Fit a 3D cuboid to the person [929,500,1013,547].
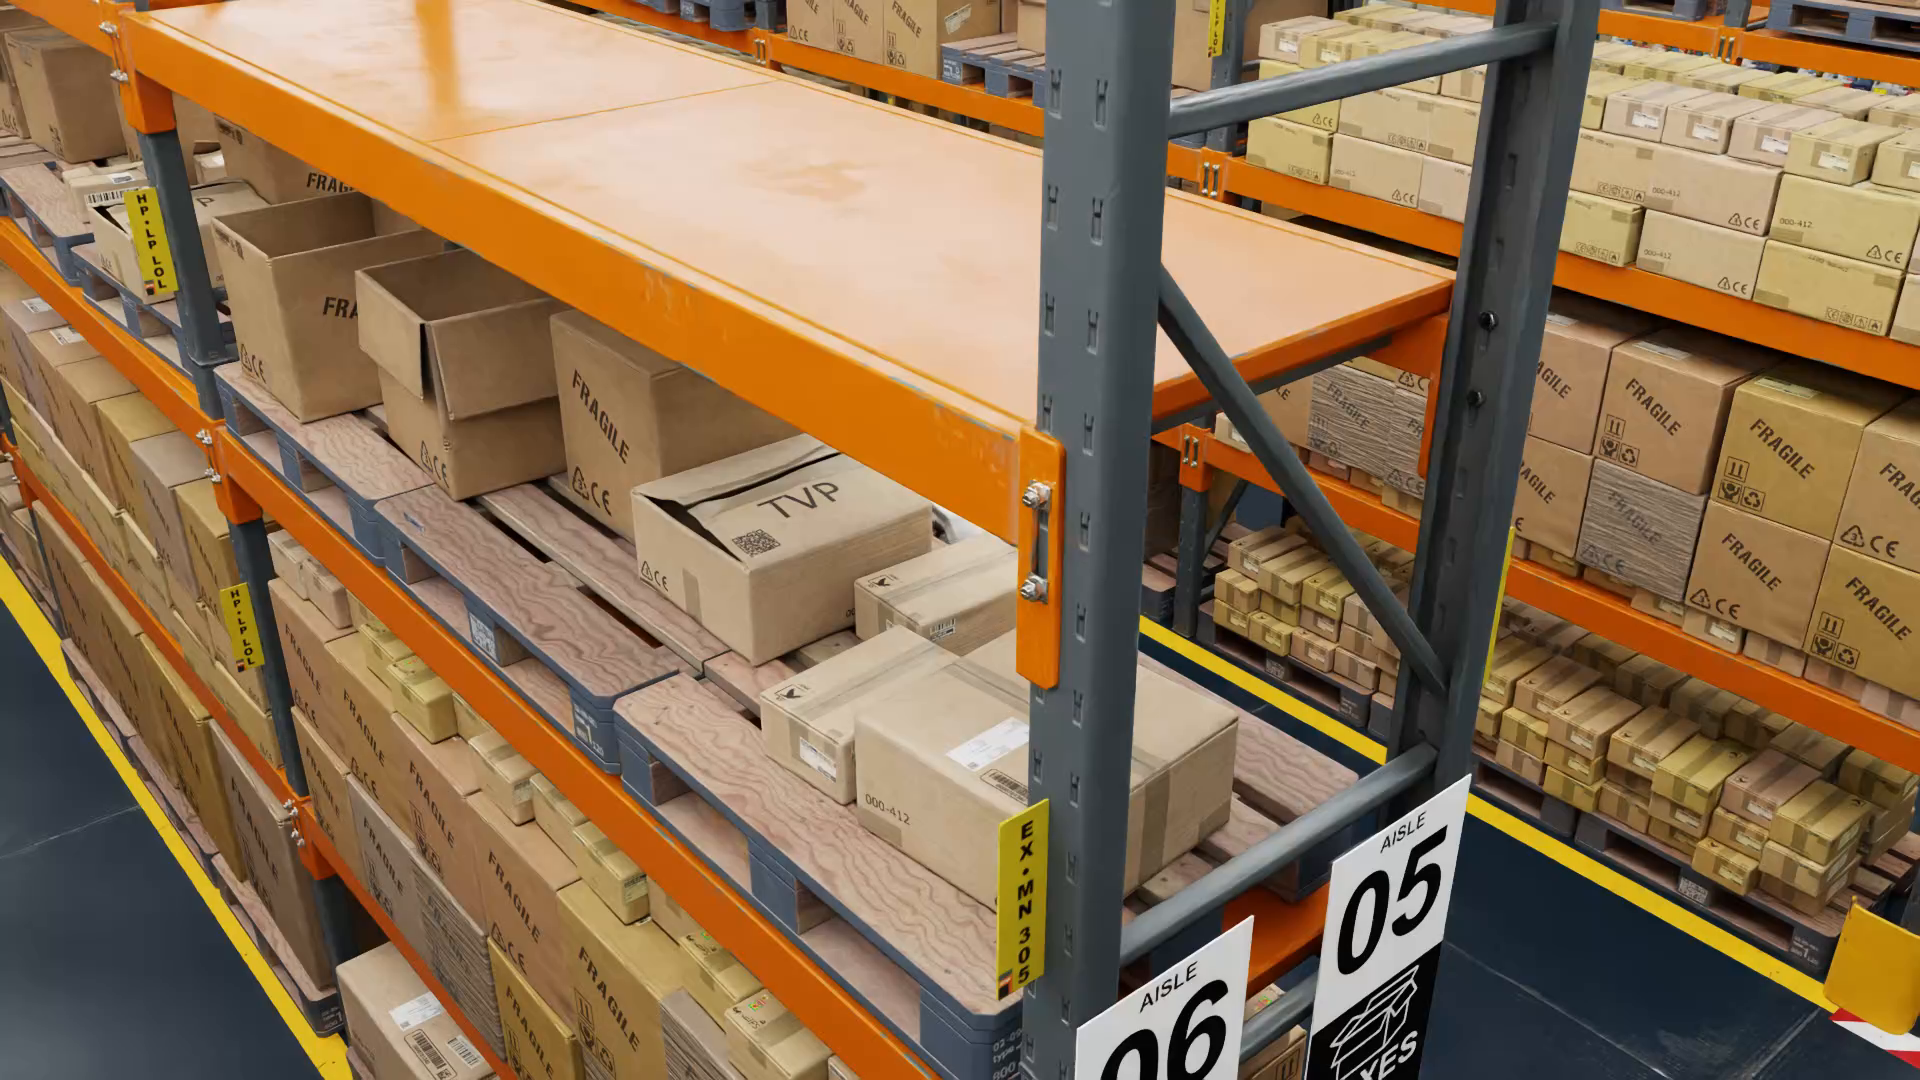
[{"bbox_3d":[-0.106,0.036,9.428,0.491,1.089,0.996,-24,36,-37],"label":"person"}]
